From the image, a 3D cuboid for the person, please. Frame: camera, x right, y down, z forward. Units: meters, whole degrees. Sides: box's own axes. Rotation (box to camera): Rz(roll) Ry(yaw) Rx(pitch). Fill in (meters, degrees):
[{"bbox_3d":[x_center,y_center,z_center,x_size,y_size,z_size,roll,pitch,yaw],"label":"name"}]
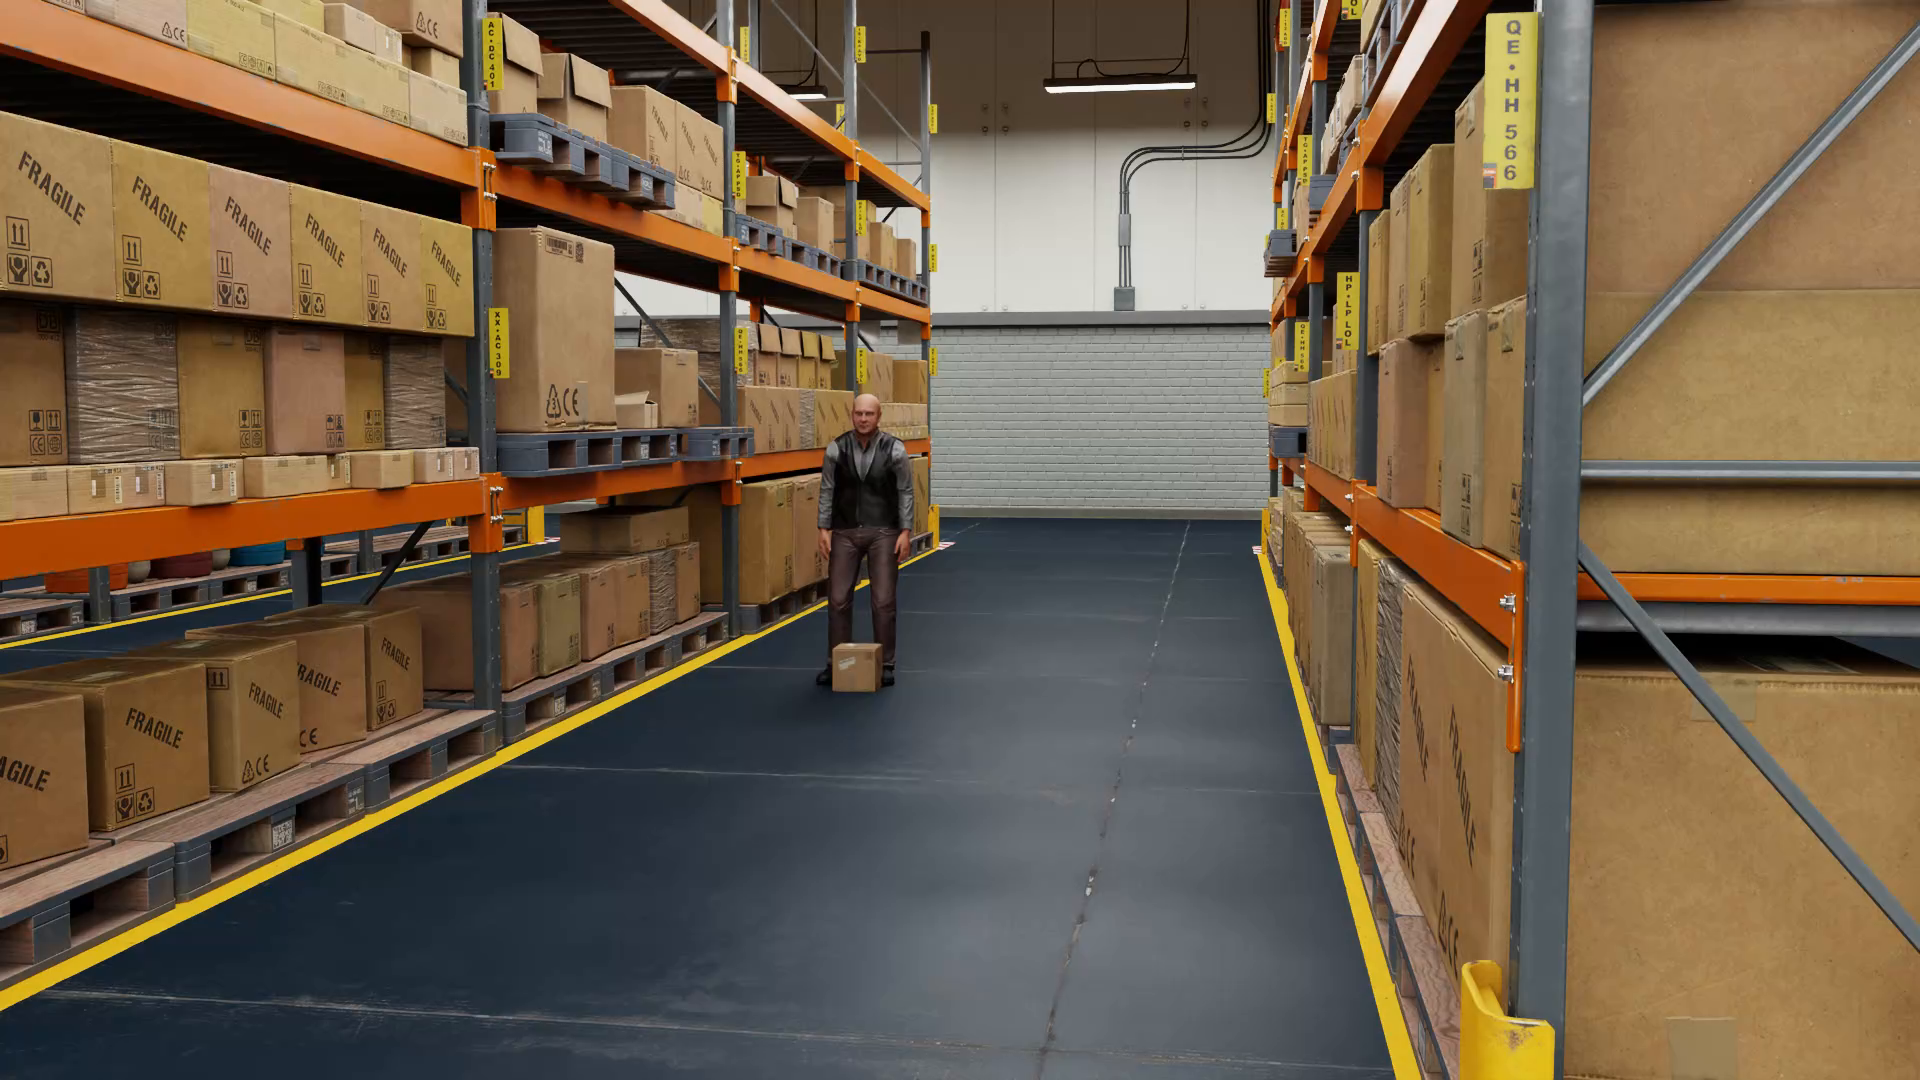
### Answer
[{"bbox_3d":[-0.562,-0.011,9.931,0.577,1.719,0.420,0,4,6],"label":"person"}]
